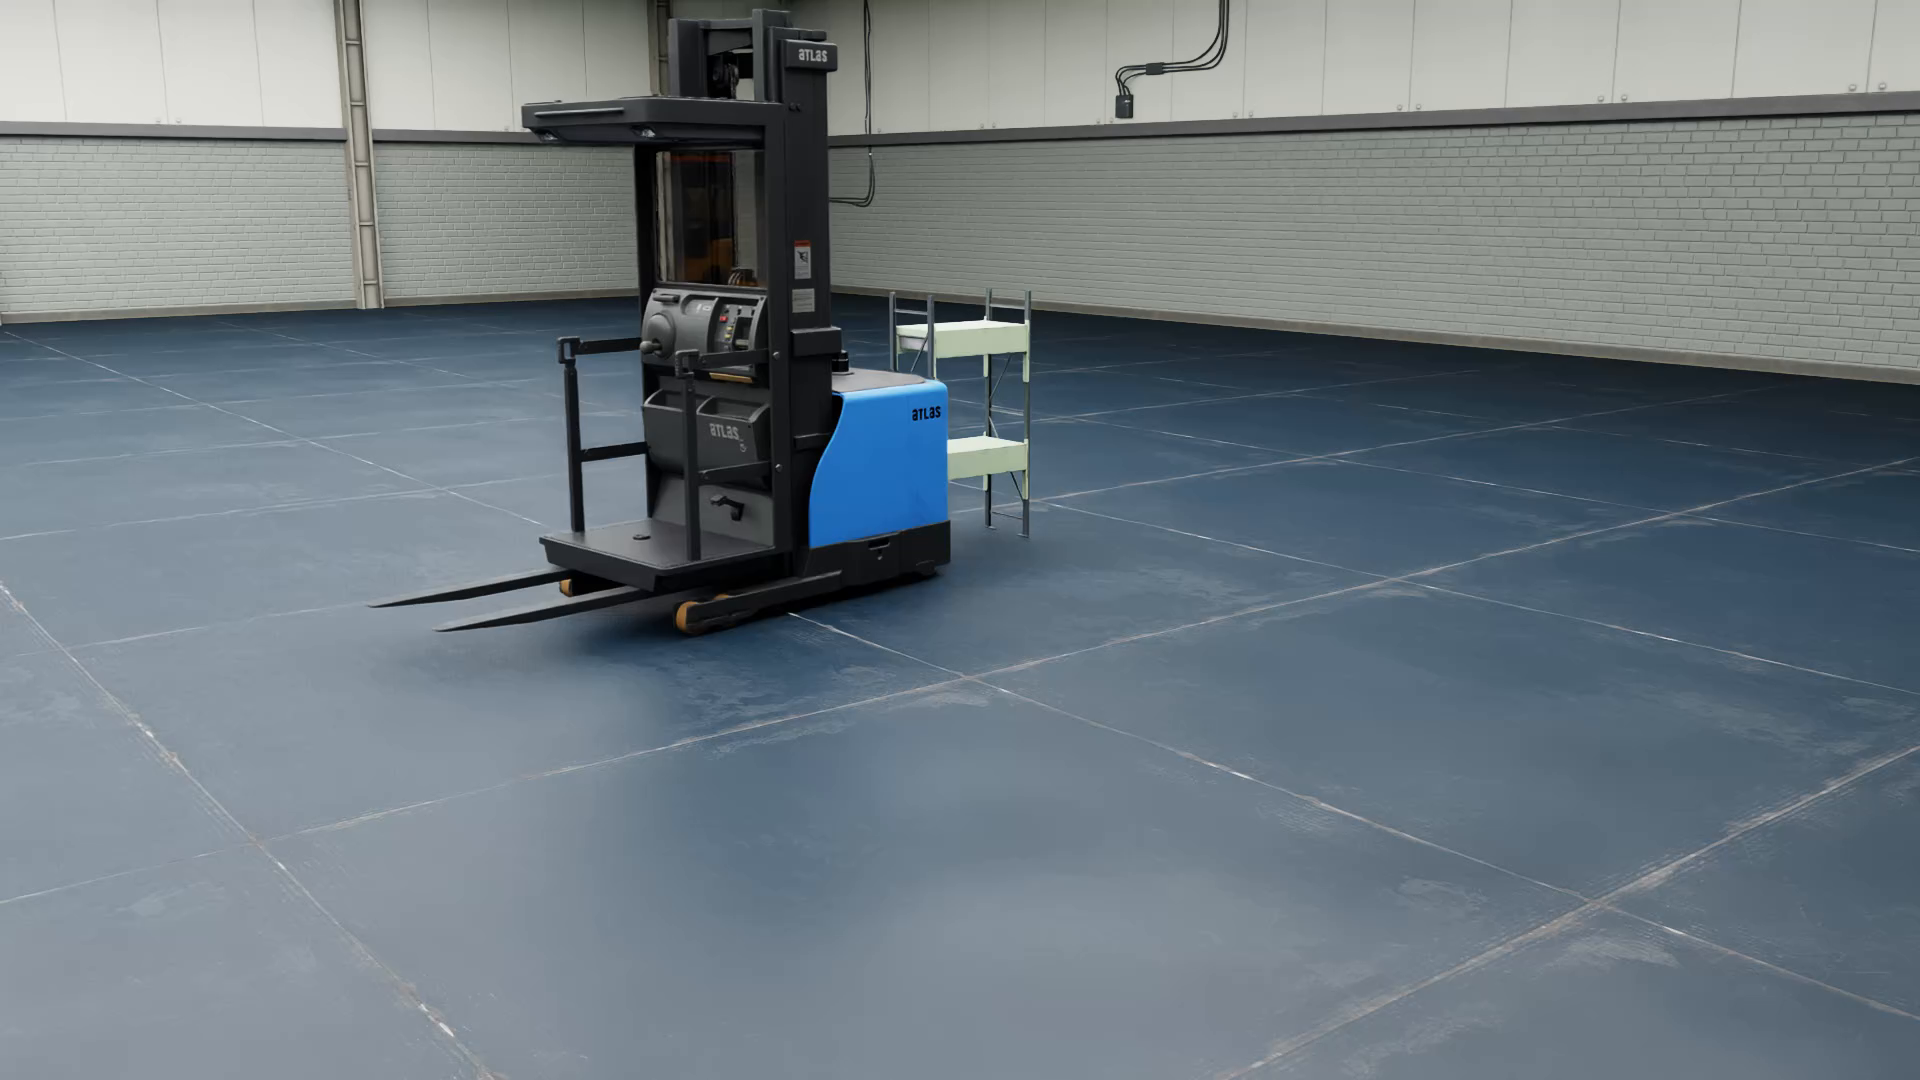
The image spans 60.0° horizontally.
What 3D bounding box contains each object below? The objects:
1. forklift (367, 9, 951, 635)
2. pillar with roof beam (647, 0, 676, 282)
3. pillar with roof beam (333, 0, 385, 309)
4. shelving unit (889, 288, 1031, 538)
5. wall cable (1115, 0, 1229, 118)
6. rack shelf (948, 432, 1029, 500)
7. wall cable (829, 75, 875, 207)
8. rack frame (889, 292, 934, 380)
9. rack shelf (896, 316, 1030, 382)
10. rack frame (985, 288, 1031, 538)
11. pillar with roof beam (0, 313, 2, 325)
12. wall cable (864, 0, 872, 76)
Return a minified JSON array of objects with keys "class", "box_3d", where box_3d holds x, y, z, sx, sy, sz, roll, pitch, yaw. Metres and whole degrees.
[{"class":"forklift","box_3d":[-1.440,-1.096,8.232,1.130,2.935,3.031,11,17,43]},{"class":"pillar with roof beam","box_3d":[-3.096,-8.602,28.974,0.400,9.000,9.100,-9,15,-38]},{"class":"pillar with roof beam","box_3d":[-7.781,-7.823,25.307,0.400,9.000,9.100,-9,15,-38]},{"class":"shelving unit","box_3d":[0.005,-0.735,9.977,0.755,1.500,0.431,-9,15,-38]},{"class":"wall cable","box_3d":[3.259,-9.590,25.438,0.169,6.003,2.305,-9,15,-38]},{"class":"rack shelf","box_3d":[0.005,-0.416,10.045,0.720,0.370,0.431,-9,15,-38]},{"class":"wall cable","box_3d":[-2.659,-7.949,33.375,0.112,2.526,3.097,-9,15,-38]},{"class":"rack frame","box_3d":[-0.281,-0.687,9.753,0.023,1.500,0.400,-9,15,-38]},{"class":"rack shelf","box_3d":[0.005,-1.116,9.896,0.720,0.370,0.431,-9,15,-38]},{"class":"rack frame","box_3d":[0.291,-0.782,10.201,0.023,1.500,0.400,-9,15,-38]},{"class":"pillar with roof beam","box_3d":[-12.467,-7.045,21.641,0.400,9.000,9.100,-9,15,-38]},{"class":"wall cable","box_3d":[-0.969,-9.981,30.784,0.112,2.526,3.097,-9,15,-38]}]
